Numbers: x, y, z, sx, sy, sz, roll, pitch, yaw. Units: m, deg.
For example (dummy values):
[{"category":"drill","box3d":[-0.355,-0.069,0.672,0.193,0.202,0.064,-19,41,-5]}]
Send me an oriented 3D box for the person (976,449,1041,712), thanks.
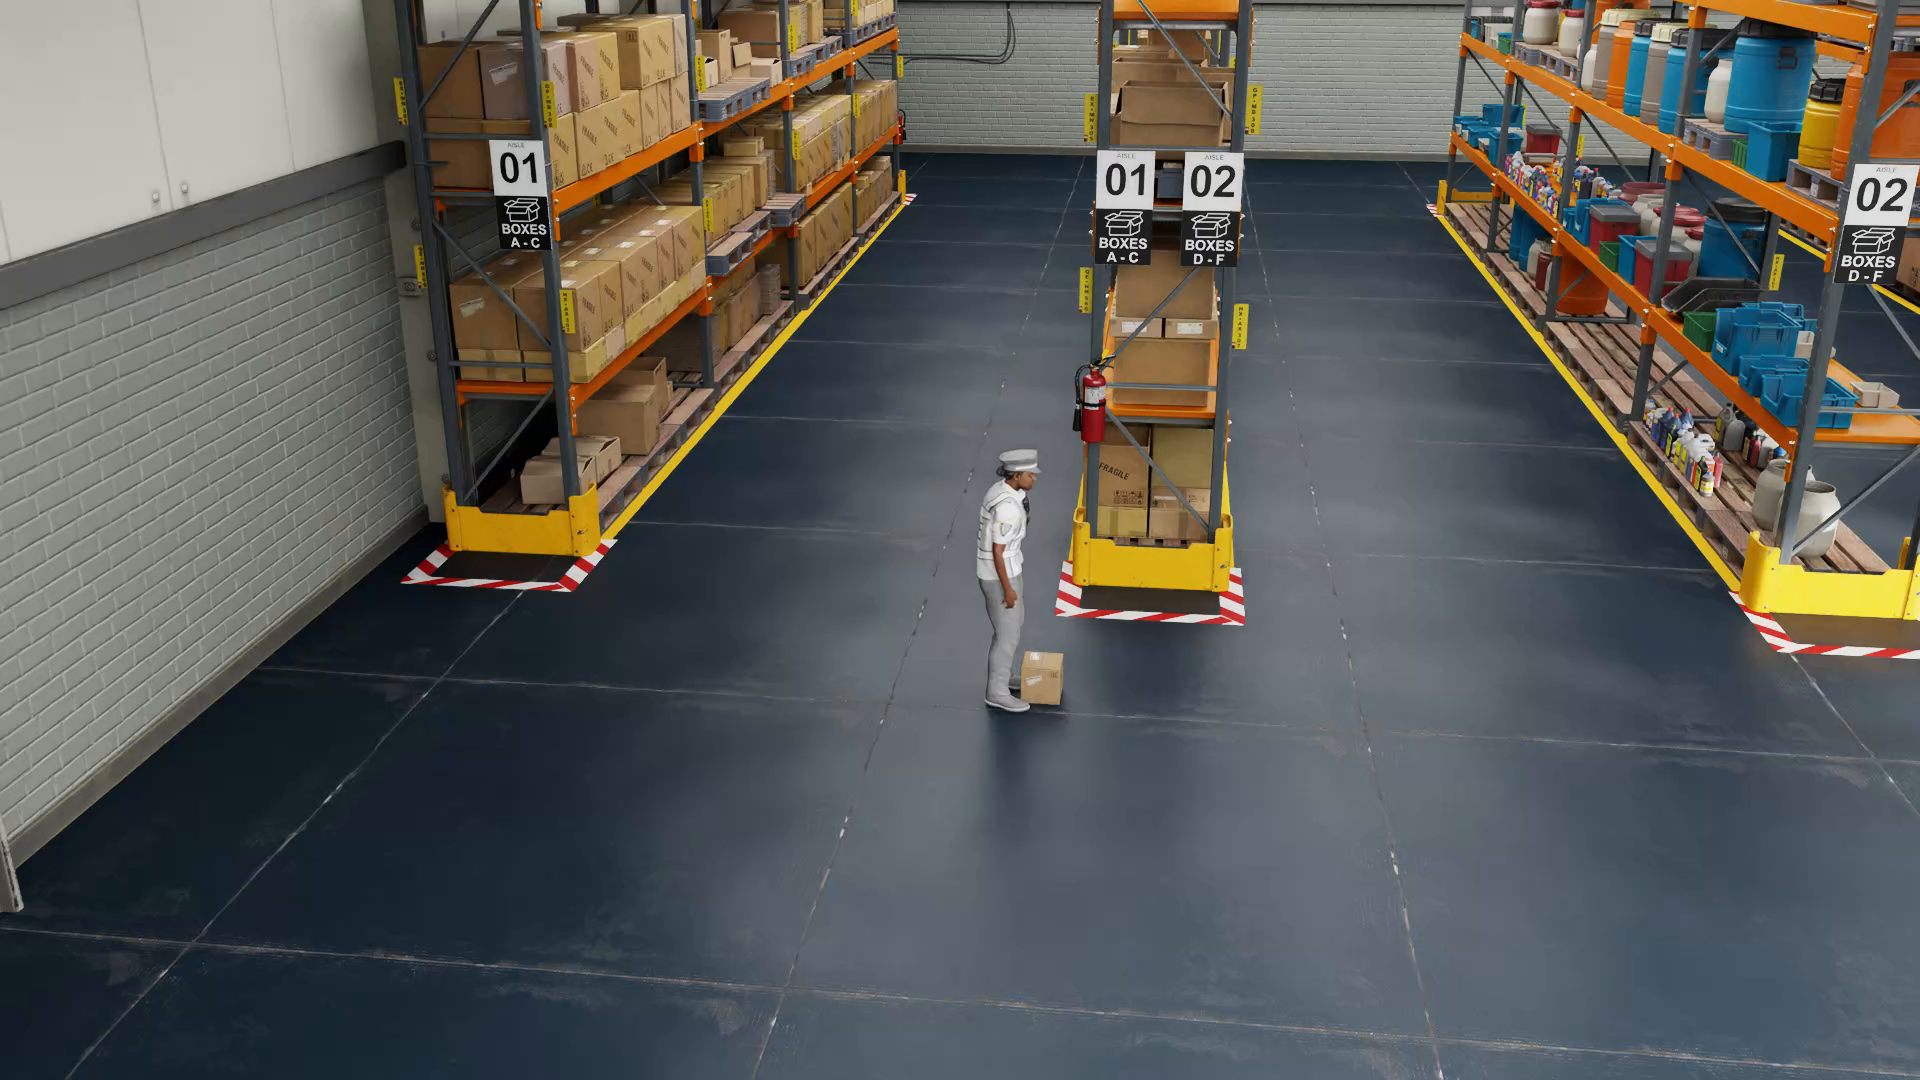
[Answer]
[{"category":"person","box3d":[0.298,0.230,10.493,0.395,1.659,0.508,2,21,6]}]
